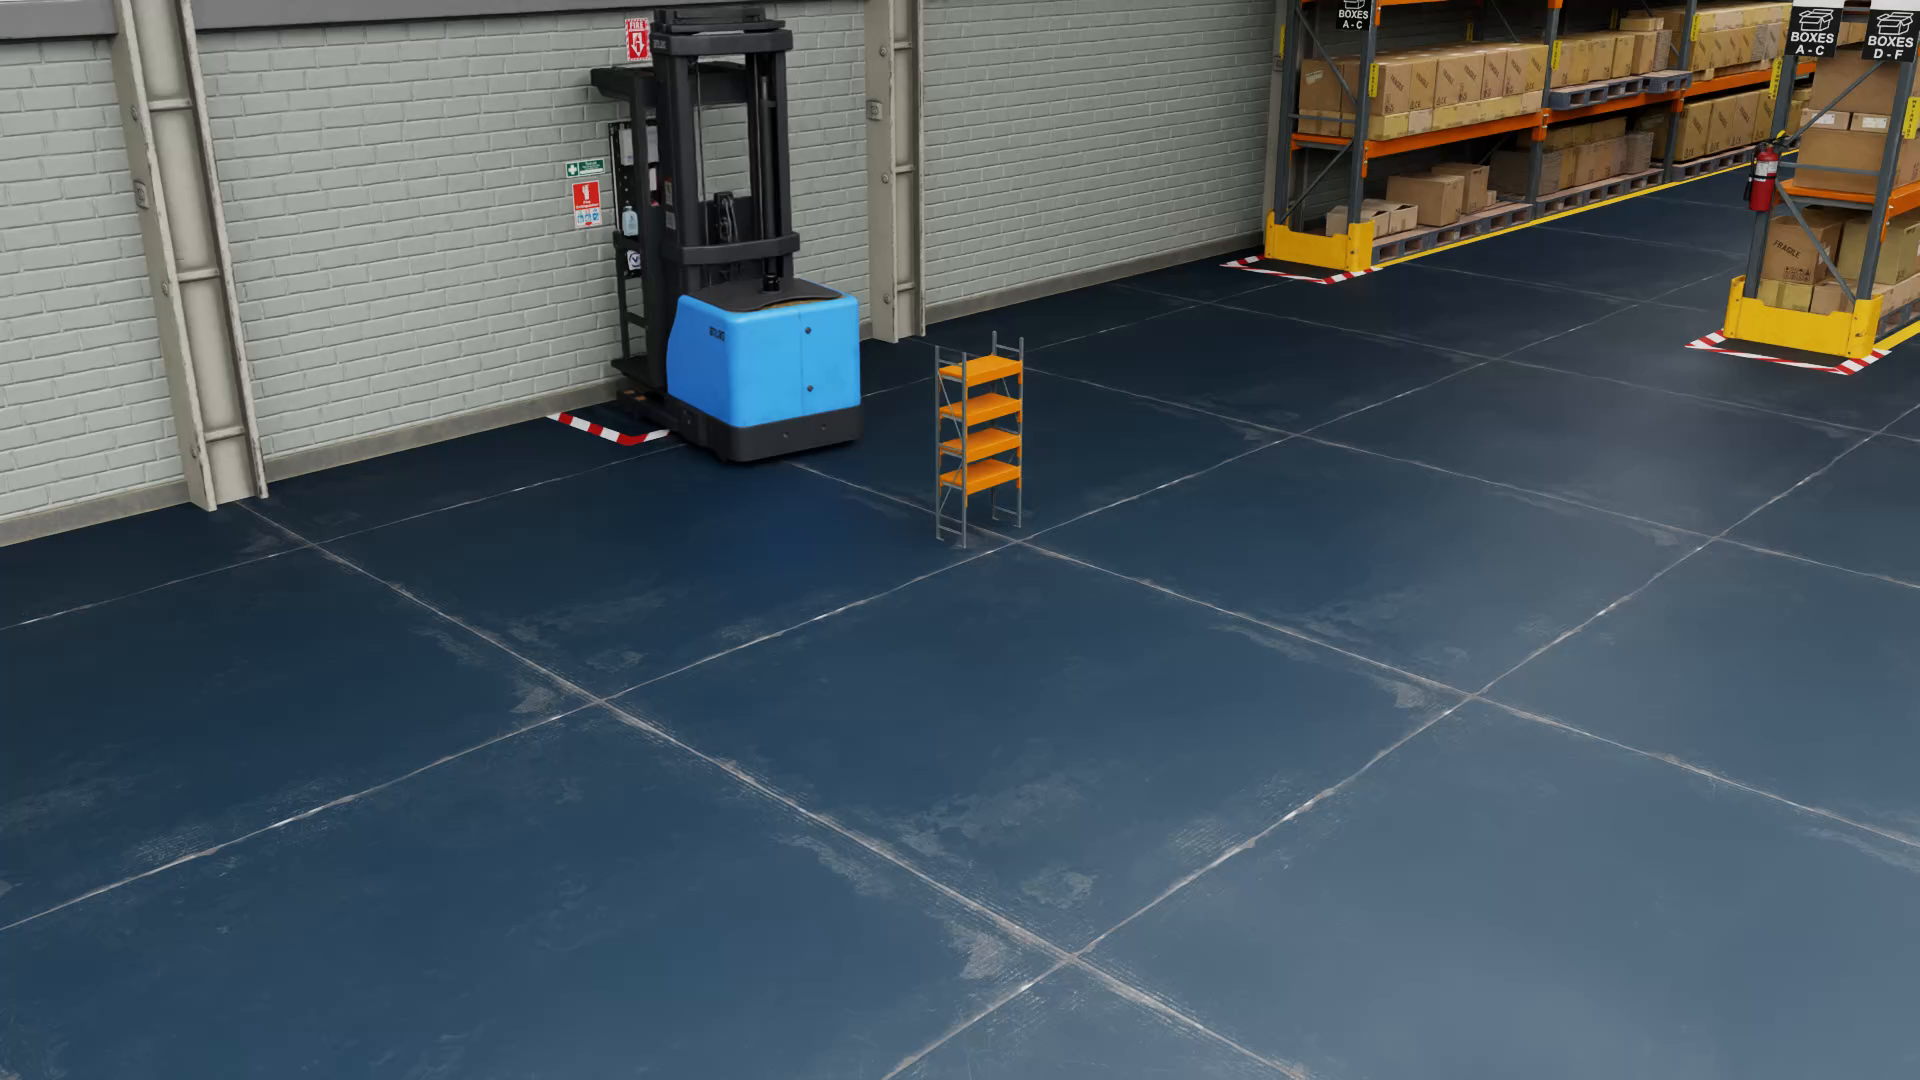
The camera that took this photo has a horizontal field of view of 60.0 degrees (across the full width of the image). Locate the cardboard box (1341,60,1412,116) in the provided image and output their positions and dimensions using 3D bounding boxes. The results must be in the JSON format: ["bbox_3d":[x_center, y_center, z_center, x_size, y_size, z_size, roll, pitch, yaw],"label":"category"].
[{"bbox_3d":[4.315,-4.695,17.244,0.500,0.500,0.500,19,28,41],"label":"cardboard box"}]

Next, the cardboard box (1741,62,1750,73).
[{"bbox_3d":[11.187,-6.861,24.067,0.380,0.149,0.250,18,28,39],"label":"cardboard box"}]

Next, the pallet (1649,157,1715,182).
[{"bbox_3d":[9.951,-5.296,23.560,1.003,0.211,1.213,19,28,41],"label":"pallet"}]

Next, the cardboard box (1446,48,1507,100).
[{"bbox_3d":[5.745,-5.220,18.610,0.500,0.500,0.500,18,28,39],"label":"cardboard box"}]

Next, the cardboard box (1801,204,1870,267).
[{"bbox_3d":[8.166,-2.854,15.522,0.500,0.500,0.500,19,28,41],"label":"cardboard box"}]

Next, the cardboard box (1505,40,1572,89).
[{"bbox_3d":[6.936,-5.760,20.128,0.700,0.500,0.500,19,28,41],"label":"cardboard box"}]

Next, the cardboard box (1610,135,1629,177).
[{"bbox_3d":[8.440,-5.151,22.167,0.700,0.500,0.500,19,28,41],"label":"cardboard box"}]

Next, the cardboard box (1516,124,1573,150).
[{"bbox_3d":[7.363,-5.082,20.941,0.500,0.250,0.500,19,28,40],"label":"cardboard box"}]

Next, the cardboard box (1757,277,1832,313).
[{"bbox_3d":[7.481,-2.243,14.977,0.500,0.250,0.500,19,28,41],"label":"cardboard box"}]

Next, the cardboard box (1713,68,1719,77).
[{"bbox_3d":[10.433,-6.607,23.405,0.250,0.149,0.380,-19,28,-41],"label":"cardboard box"}]

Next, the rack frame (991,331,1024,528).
[{"bbox_3d":[0.286,-0.665,10.133,0.240,1.200,0.015,19,28,41],"label":"rack frame"}]

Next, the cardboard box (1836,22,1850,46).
[{"bbox_3d":[13.541,-8.093,26.533,0.980,0.700,0.700,18,27,38],"label":"cardboard box"}]

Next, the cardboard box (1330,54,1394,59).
[{"bbox_3d":[4.301,-4.948,17.904,0.500,0.500,0.500,-20,29,-41],"label":"cardboard box"}]

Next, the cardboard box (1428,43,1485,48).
[{"bbox_3d":[5.716,-5.475,19.273,0.500,0.500,0.500,19,28,40],"label":"cardboard box"}]

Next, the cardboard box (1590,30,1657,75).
[{"bbox_3d":[8.656,-6.392,21.772,0.700,0.500,0.500,16,26,36],"label":"cardboard box"}]

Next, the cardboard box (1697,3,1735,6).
[{"bbox_3d":[10.924,-7.668,24.216,0.500,0.250,0.500,18,27,39],"label":"cardboard box"}]

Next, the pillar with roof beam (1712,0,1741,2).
[{"bbox_3d":[15.091,-9.562,22.408,9.100,9.000,0.400,19,28,41],"label":"pillar with roof beam"}]

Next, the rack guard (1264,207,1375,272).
[{"bbox_3d":[3.819,-3.210,17.730,1.175,0.500,0.348,19,28,41],"label":"rack guard"}]

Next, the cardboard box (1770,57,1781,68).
[{"bbox_3d":[11.946,-7.106,24.703,0.250,0.149,0.380,-20,28,-41],"label":"cardboard box"}]

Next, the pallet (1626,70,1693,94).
[{"bbox_3d":[8.926,-6.115,22.070,1.213,0.211,1.003,19,28,41],"label":"pallet"}]

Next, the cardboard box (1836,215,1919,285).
[{"bbox_3d":[8.199,-2.593,14.841,0.500,0.500,0.500,19,28,41],"label":"cardboard box"}]

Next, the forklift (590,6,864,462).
[{"bbox_3d":[-1.941,-2.368,12.151,1.130,2.935,3.031,-14,25,-33],"label":"forklift"}]

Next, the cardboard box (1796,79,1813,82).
[{"bbox_3d":[13.928,-7.485,27.363,0.380,0.149,0.250,20,28,41],"label":"cardboard box"}]

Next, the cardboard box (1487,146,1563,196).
[{"bbox_3d":[7.058,-4.618,20.779,0.500,0.500,0.700,-19,28,-40],"label":"cardboard box"}]

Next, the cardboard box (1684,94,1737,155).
[{"bbox_3d":[10.570,-5.986,23.880,0.750,0.750,0.750,19,28,40],"label":"cardboard box"}]

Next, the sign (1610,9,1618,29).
[{"bbox_3d":[8.947,-7.093,22.733,0.100,0.325,0.005,19,28,41],"label":"sign"}]

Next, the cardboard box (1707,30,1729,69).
[{"bbox_3d":[10.241,-6.802,23.009,0.500,0.500,0.500,-19,28,-40],"label":"cardboard box"}]

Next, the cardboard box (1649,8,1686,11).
[{"bbox_3d":[9.842,-7.273,23.188,0.500,0.250,0.500,18,27,39],"label":"cardboard box"}]

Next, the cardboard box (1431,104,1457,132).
[{"bbox_3d":[5.046,-4.609,18.067,0.500,0.250,0.500,19,28,40],"label":"cardboard box"}]

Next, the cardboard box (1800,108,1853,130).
[{"bbox_3d":[7.448,-3.614,14.253,0.380,0.149,0.250,19,28,40],"label":"cardboard box"}]

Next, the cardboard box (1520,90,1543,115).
[{"bbox_3d":[6.444,-5.128,19.415,0.500,0.250,0.500,19,28,41],"label":"cardboard box"}]

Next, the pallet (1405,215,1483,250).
[{"bbox_3d":[5.262,-3.588,19.115,1.003,0.211,1.213,19,28,41],"label":"pallet"}]

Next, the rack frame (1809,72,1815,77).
[{"bbox_3d":[14.928,-8.471,27.932,1.000,3.000,0.127,19,28,41],"label":"rack frame"}]

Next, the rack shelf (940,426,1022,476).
[{"bbox_3d":[0.115,-0.540,9.994,0.258,0.148,0.480,19,28,41],"label":"rack shelf"}]

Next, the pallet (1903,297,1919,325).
[{"bbox_3d":[8.673,-2.336,15.859,1.003,0.211,1.213,19,28,41],"label":"pallet"}]

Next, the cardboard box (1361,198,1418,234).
[{"bbox_3d":[4.711,-3.610,18.420,0.500,0.311,0.500,-17,27,-38],"label":"cardboard box"}]

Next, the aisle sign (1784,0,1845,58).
[{"bbox_3d":[7.062,-4.389,13.689,0.394,0.787,0.004,19,28,41],"label":"aisle sign"}]

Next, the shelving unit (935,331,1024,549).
[{"bbox_3d":[0.115,-0.603,9.970,0.258,1.200,0.503,19,28,41],"label":"shelving unit"}]

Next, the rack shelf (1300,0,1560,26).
[{"bbox_3d":[5.162,-5.936,18.160,1.077,0.370,4.000,19,28,41],"label":"rack shelf"}]

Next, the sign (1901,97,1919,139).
[{"bbox_3d":[7.712,-3.419,13.473,0.100,0.325,0.005,19,28,41],"label":"sign"}]

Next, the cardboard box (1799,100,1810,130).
[{"bbox_3d":[13.086,-6.766,26.397,0.700,0.500,0.500,19,28,40],"label":"cardboard box"}]

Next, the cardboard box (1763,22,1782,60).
[{"bbox_3d":[11.647,-7.322,24.361,0.500,0.500,0.500,20,28,41],"label":"cardboard box"}]

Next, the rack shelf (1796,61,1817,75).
[{"bbox_3d":[13.533,-7.621,26.723,1.077,0.370,4.000,19,28,41],"label":"rack shelf"}]

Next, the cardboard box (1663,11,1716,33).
[{"bbox_3d":[9.869,-7.019,22.527,0.500,0.250,0.500,-19,28,-41],"label":"cardboard box"}]

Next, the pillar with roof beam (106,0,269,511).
[{"bbox_3d":[-1.652,-3.392,6.358,9.100,9.000,0.400,19,28,41],"label":"pillar with roof beam"}]

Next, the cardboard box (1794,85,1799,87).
[{"bbox_3d":[13.216,-7.222,26.678,0.380,0.149,0.250,20,28,41],"label":"cardboard box"}]
